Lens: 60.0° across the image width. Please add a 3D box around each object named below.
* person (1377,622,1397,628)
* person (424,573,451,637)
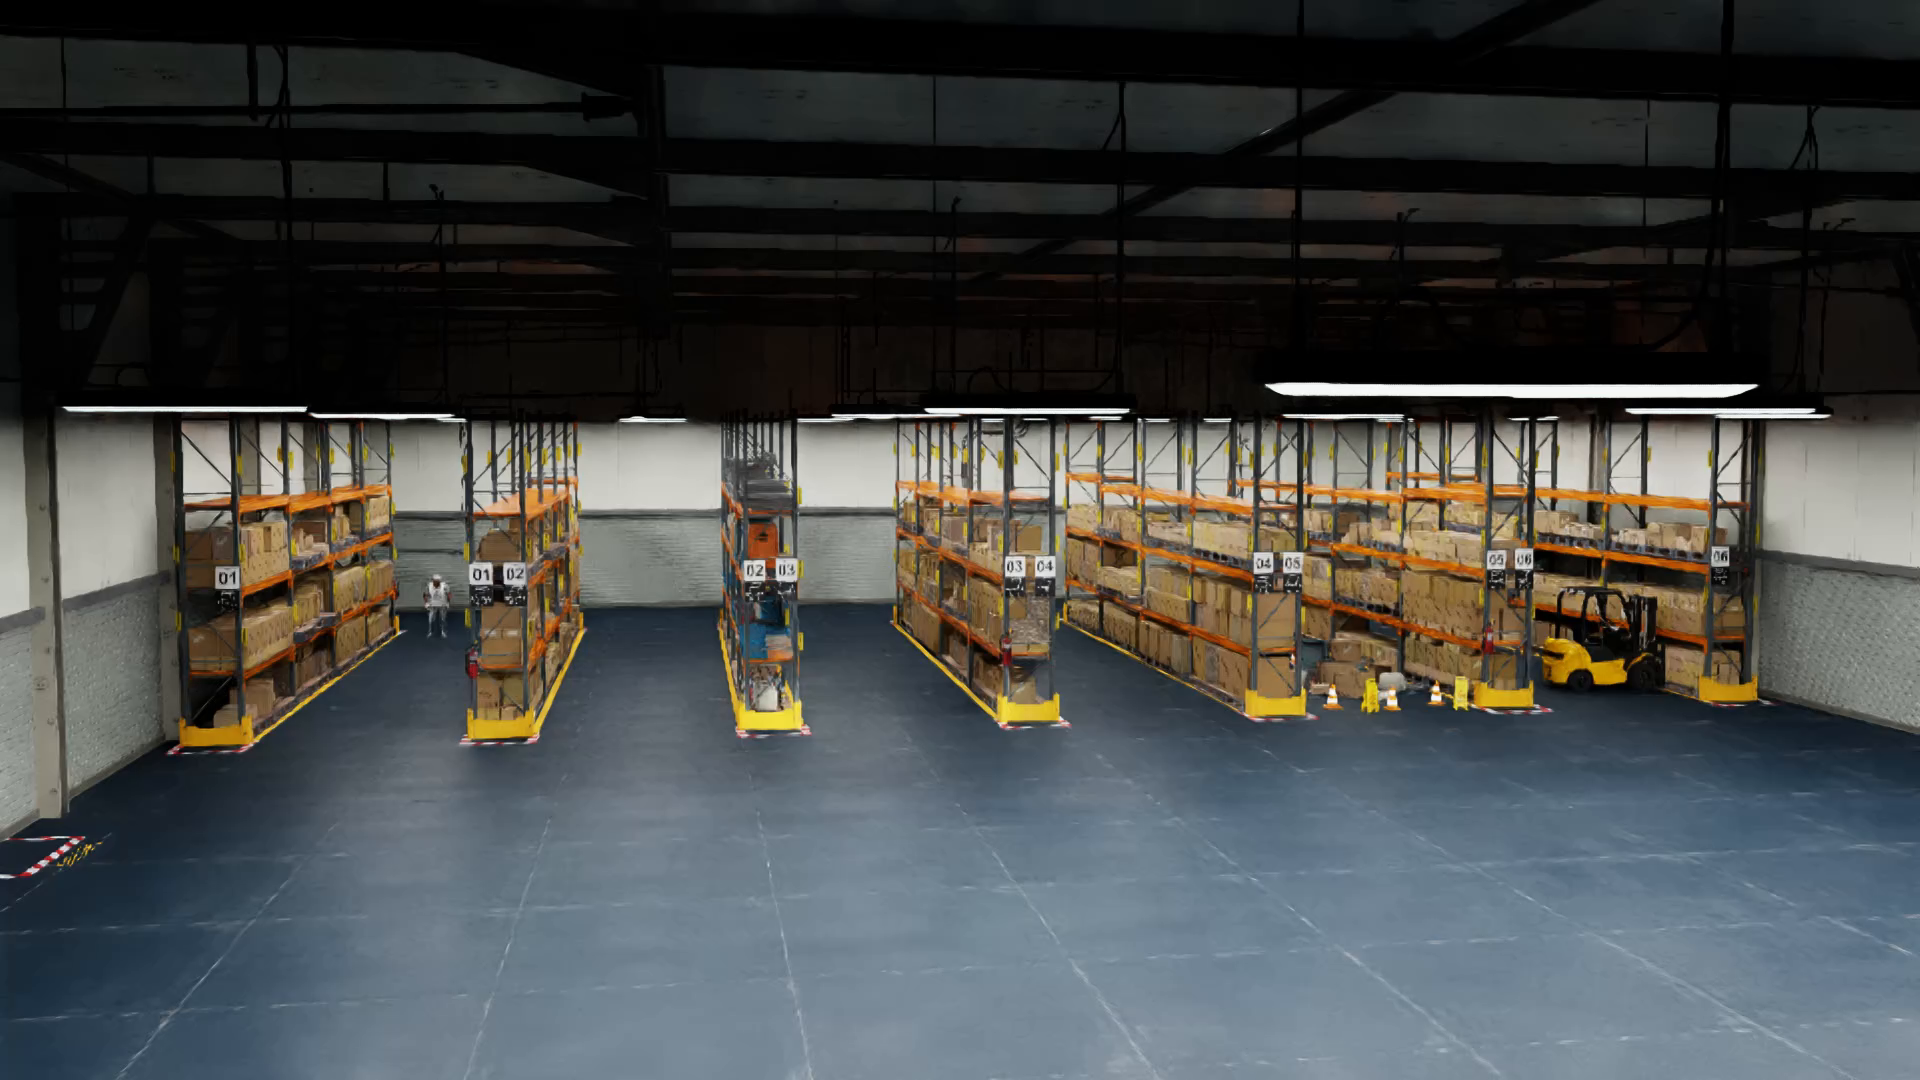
[{"bbox_3d":[12.014,1.627,46.711,0.530,1.653,0.565,1,4,8],"label":"person"},{"bbox_3d":[-14.035,1.751,44.651,0.702,1.735,0.549,-1,4,-12],"label":"person"}]
